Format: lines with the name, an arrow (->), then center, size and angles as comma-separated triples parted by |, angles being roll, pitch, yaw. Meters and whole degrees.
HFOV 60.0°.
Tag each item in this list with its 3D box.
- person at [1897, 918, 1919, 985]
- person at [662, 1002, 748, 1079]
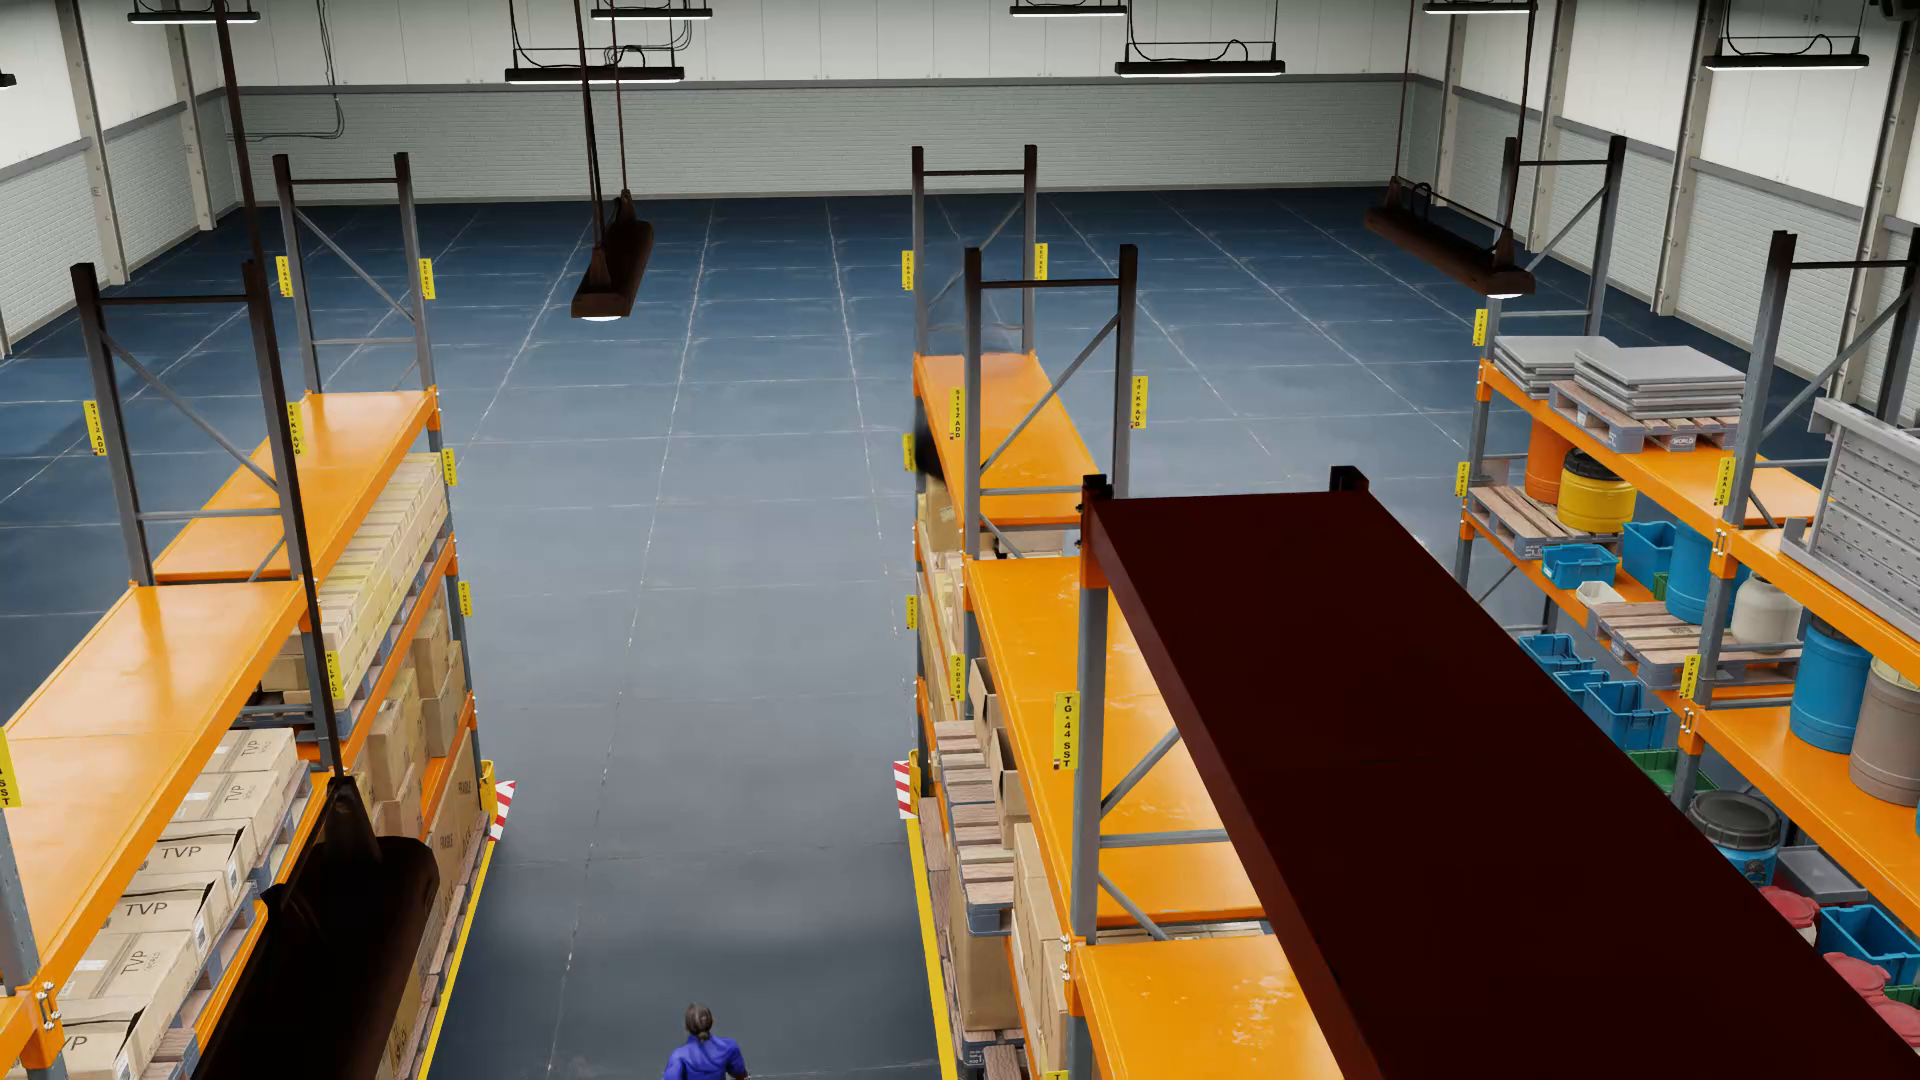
person -> 7.003, 2.951, 11.946 | 0.529, 1.623, 0.942 | 11, 24, 26
person -> -1.569, 3.638, 10.241 | 0.599, 1.686, 0.834 | -7, 23, -17
